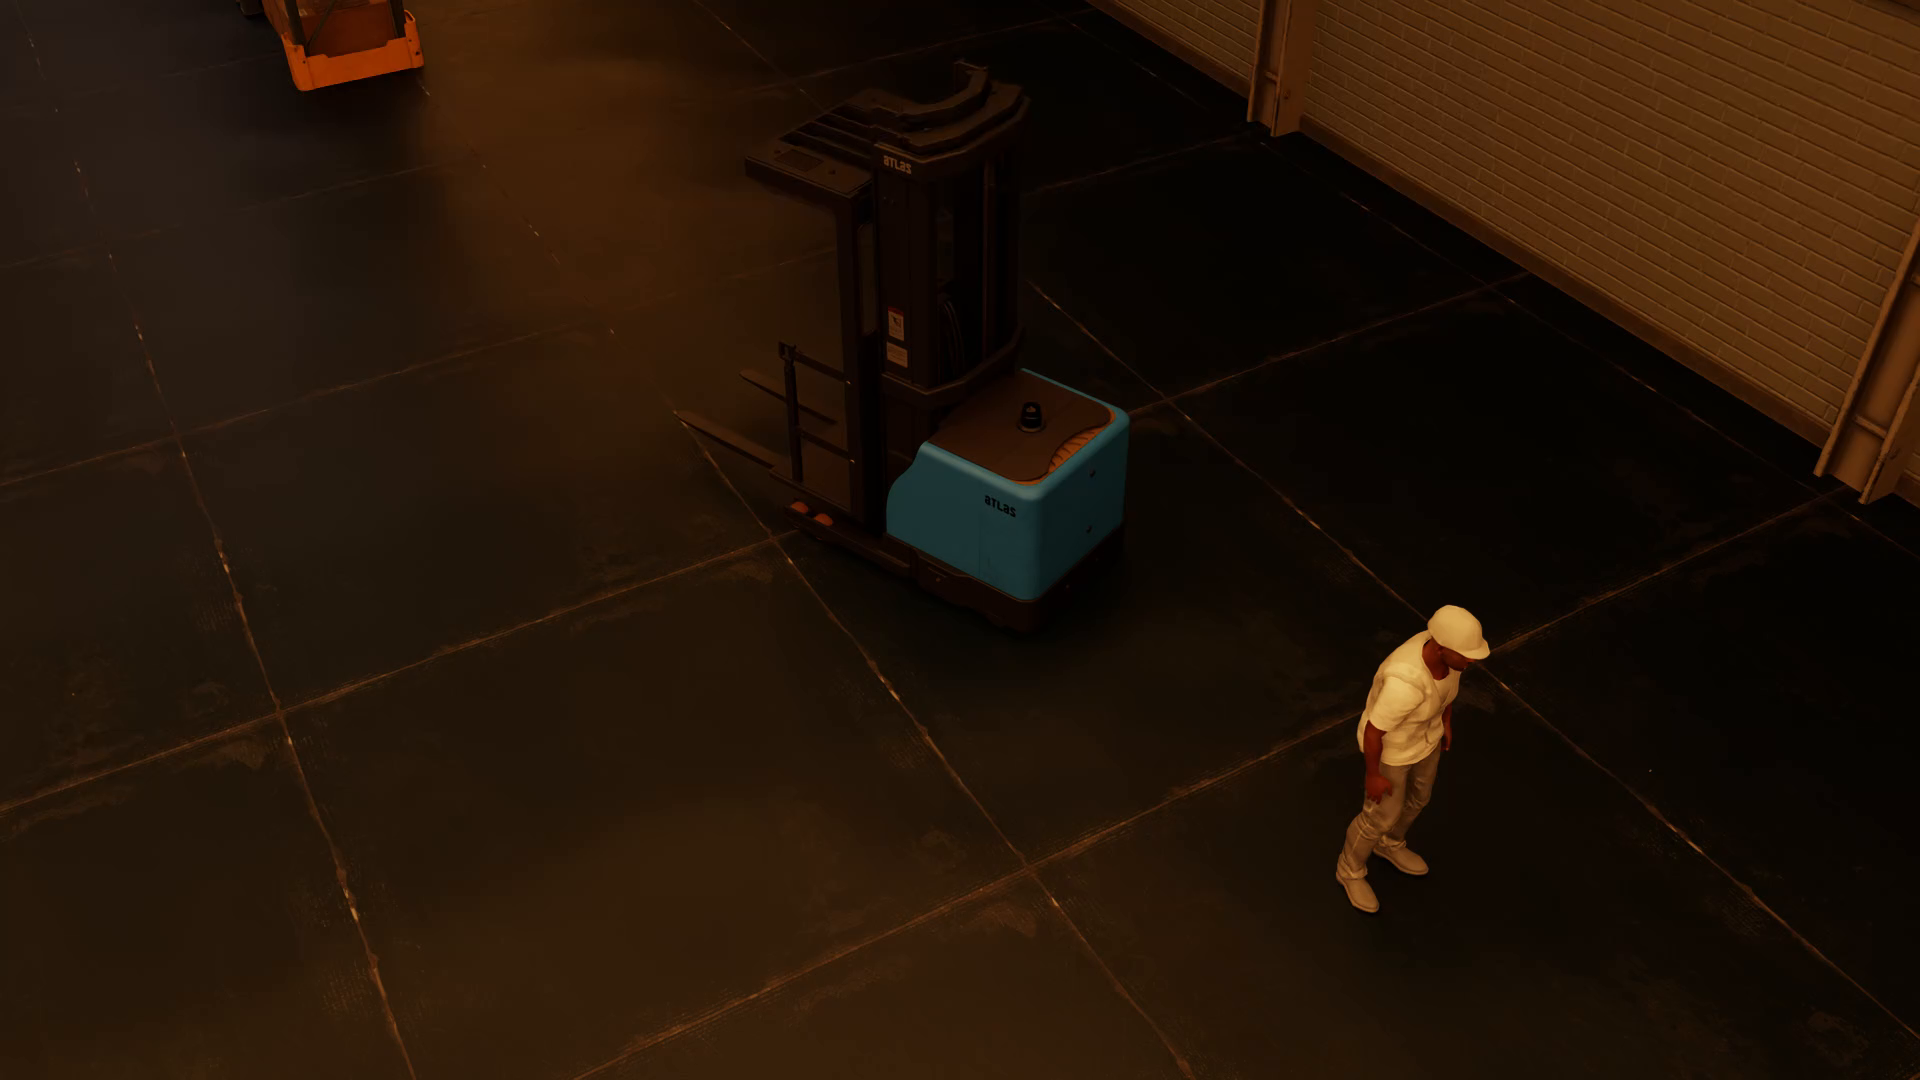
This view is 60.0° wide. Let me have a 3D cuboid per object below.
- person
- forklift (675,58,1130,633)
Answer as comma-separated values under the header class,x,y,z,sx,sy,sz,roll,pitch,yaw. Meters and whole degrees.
class,x,y,z,sx,sy,sz,roll,pitch,yaw
person,2.107,0.971,7.787,0.631,1.759,0.461,-29,48,-30
forklift,-0.481,-1.366,9.683,3.031,2.935,1.130,26,46,28
